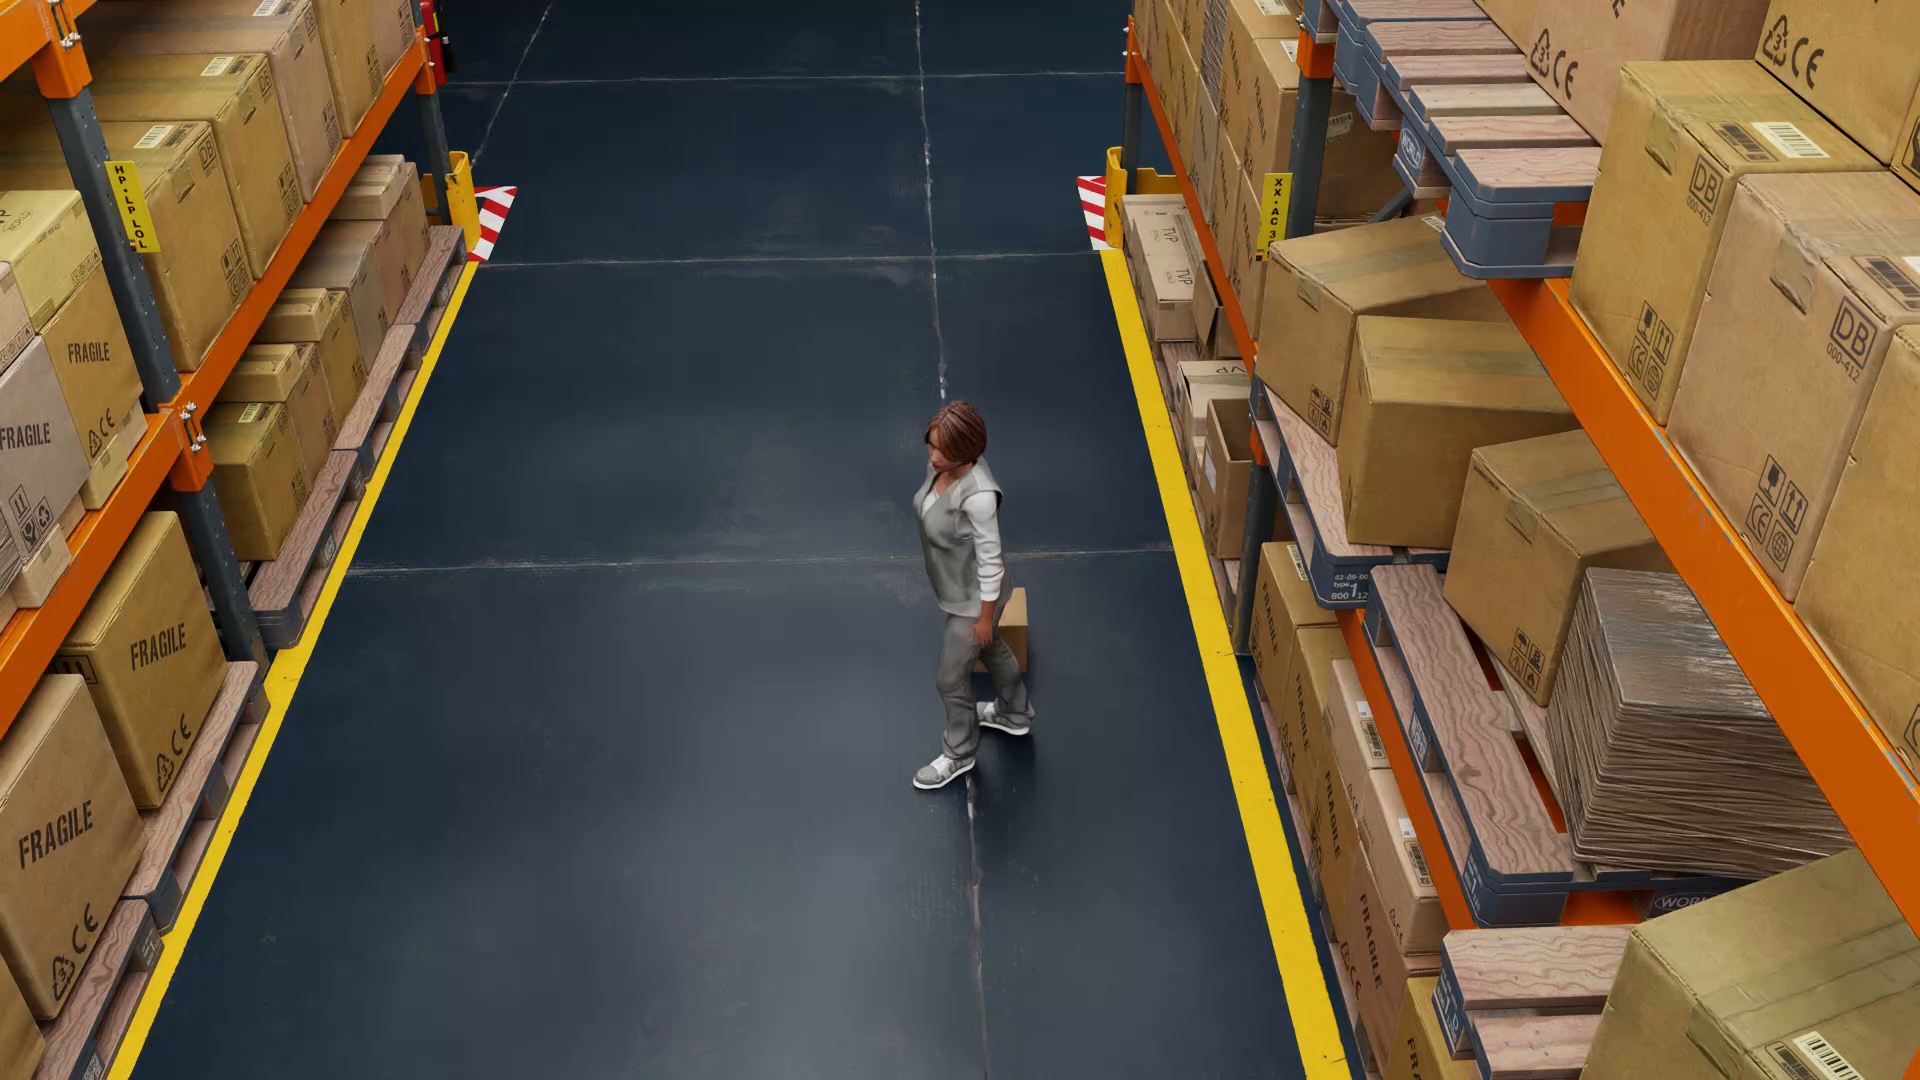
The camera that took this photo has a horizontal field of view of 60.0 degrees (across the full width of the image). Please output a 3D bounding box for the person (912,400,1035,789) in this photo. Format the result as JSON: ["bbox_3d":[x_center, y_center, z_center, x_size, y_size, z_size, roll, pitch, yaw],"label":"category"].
[{"bbox_3d":[0.046,0.180,5.907,0.514,1.594,0.445,-9,37,-12],"label":"person"}]
